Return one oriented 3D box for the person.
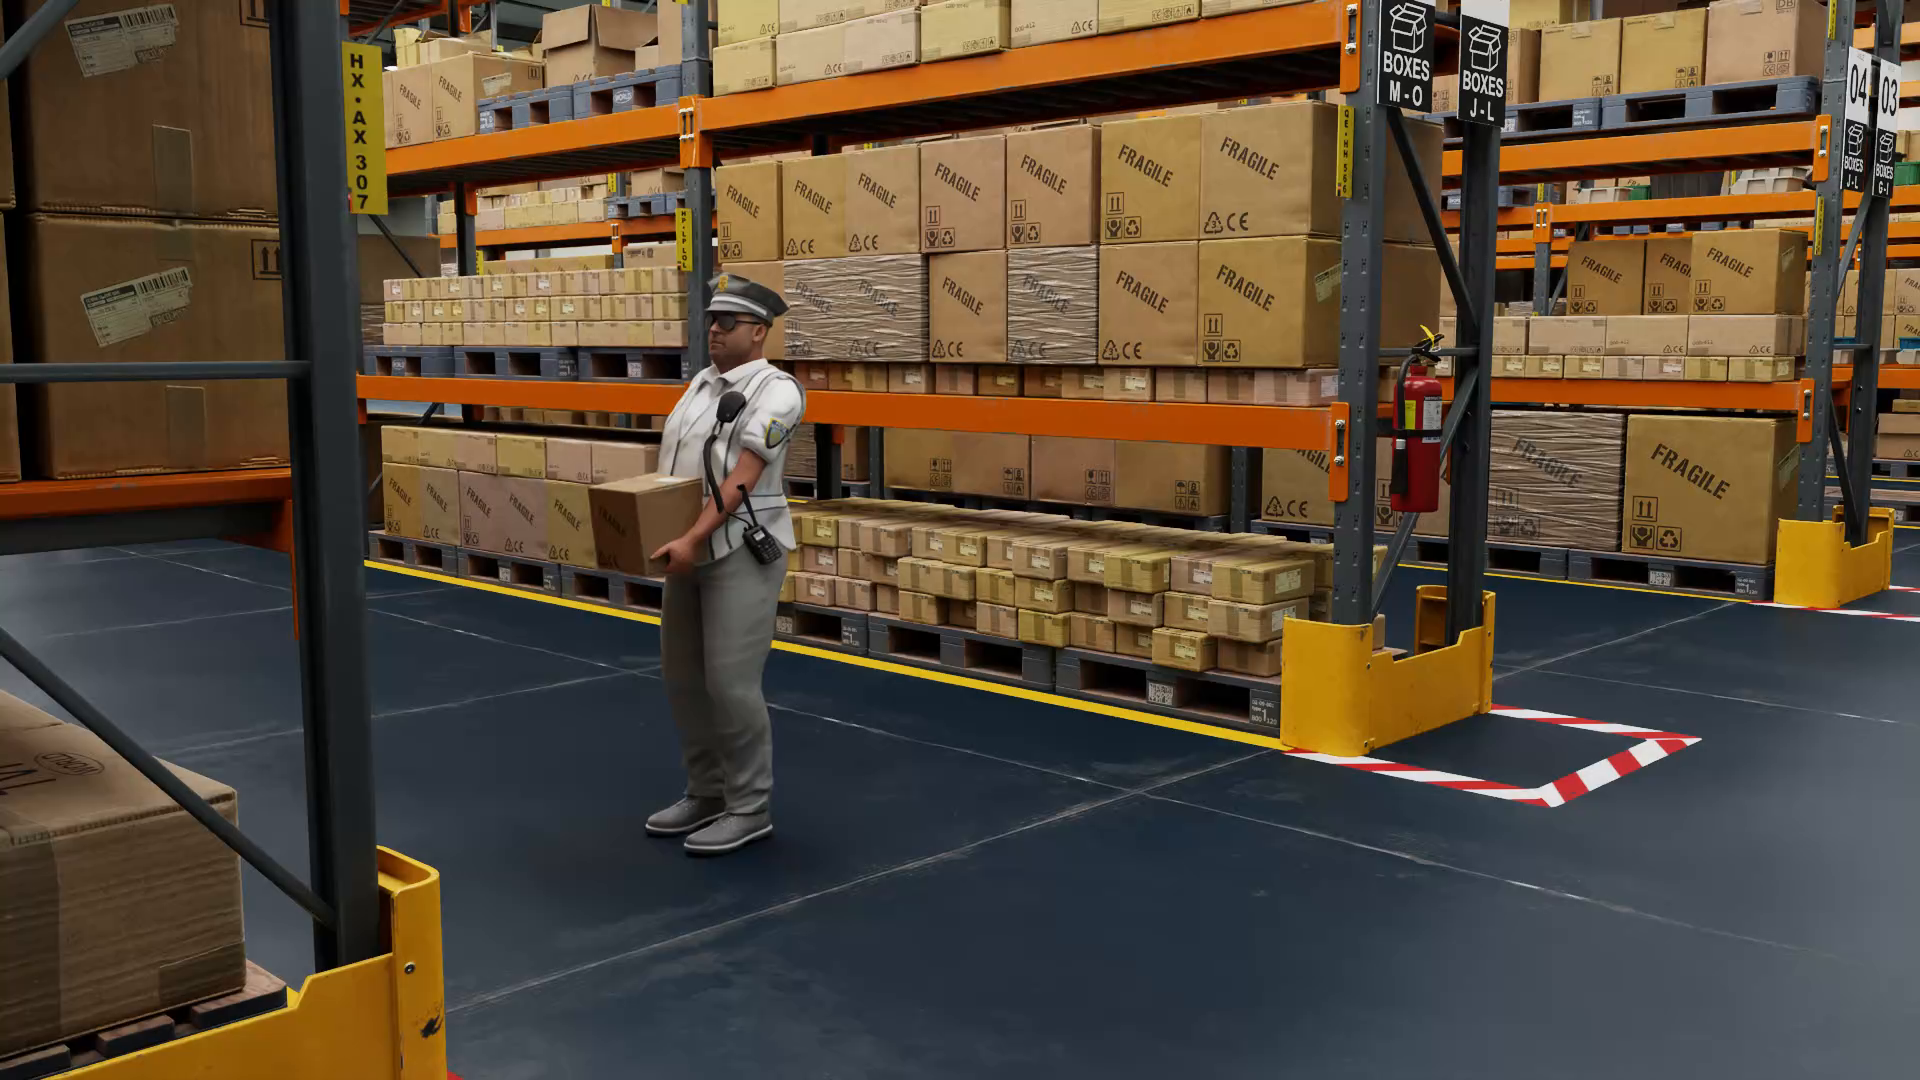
[{"bbox_3d":[-0.785,0.064,5.139,0.494,1.766,0.571,7,10,44],"label":"person"}]
